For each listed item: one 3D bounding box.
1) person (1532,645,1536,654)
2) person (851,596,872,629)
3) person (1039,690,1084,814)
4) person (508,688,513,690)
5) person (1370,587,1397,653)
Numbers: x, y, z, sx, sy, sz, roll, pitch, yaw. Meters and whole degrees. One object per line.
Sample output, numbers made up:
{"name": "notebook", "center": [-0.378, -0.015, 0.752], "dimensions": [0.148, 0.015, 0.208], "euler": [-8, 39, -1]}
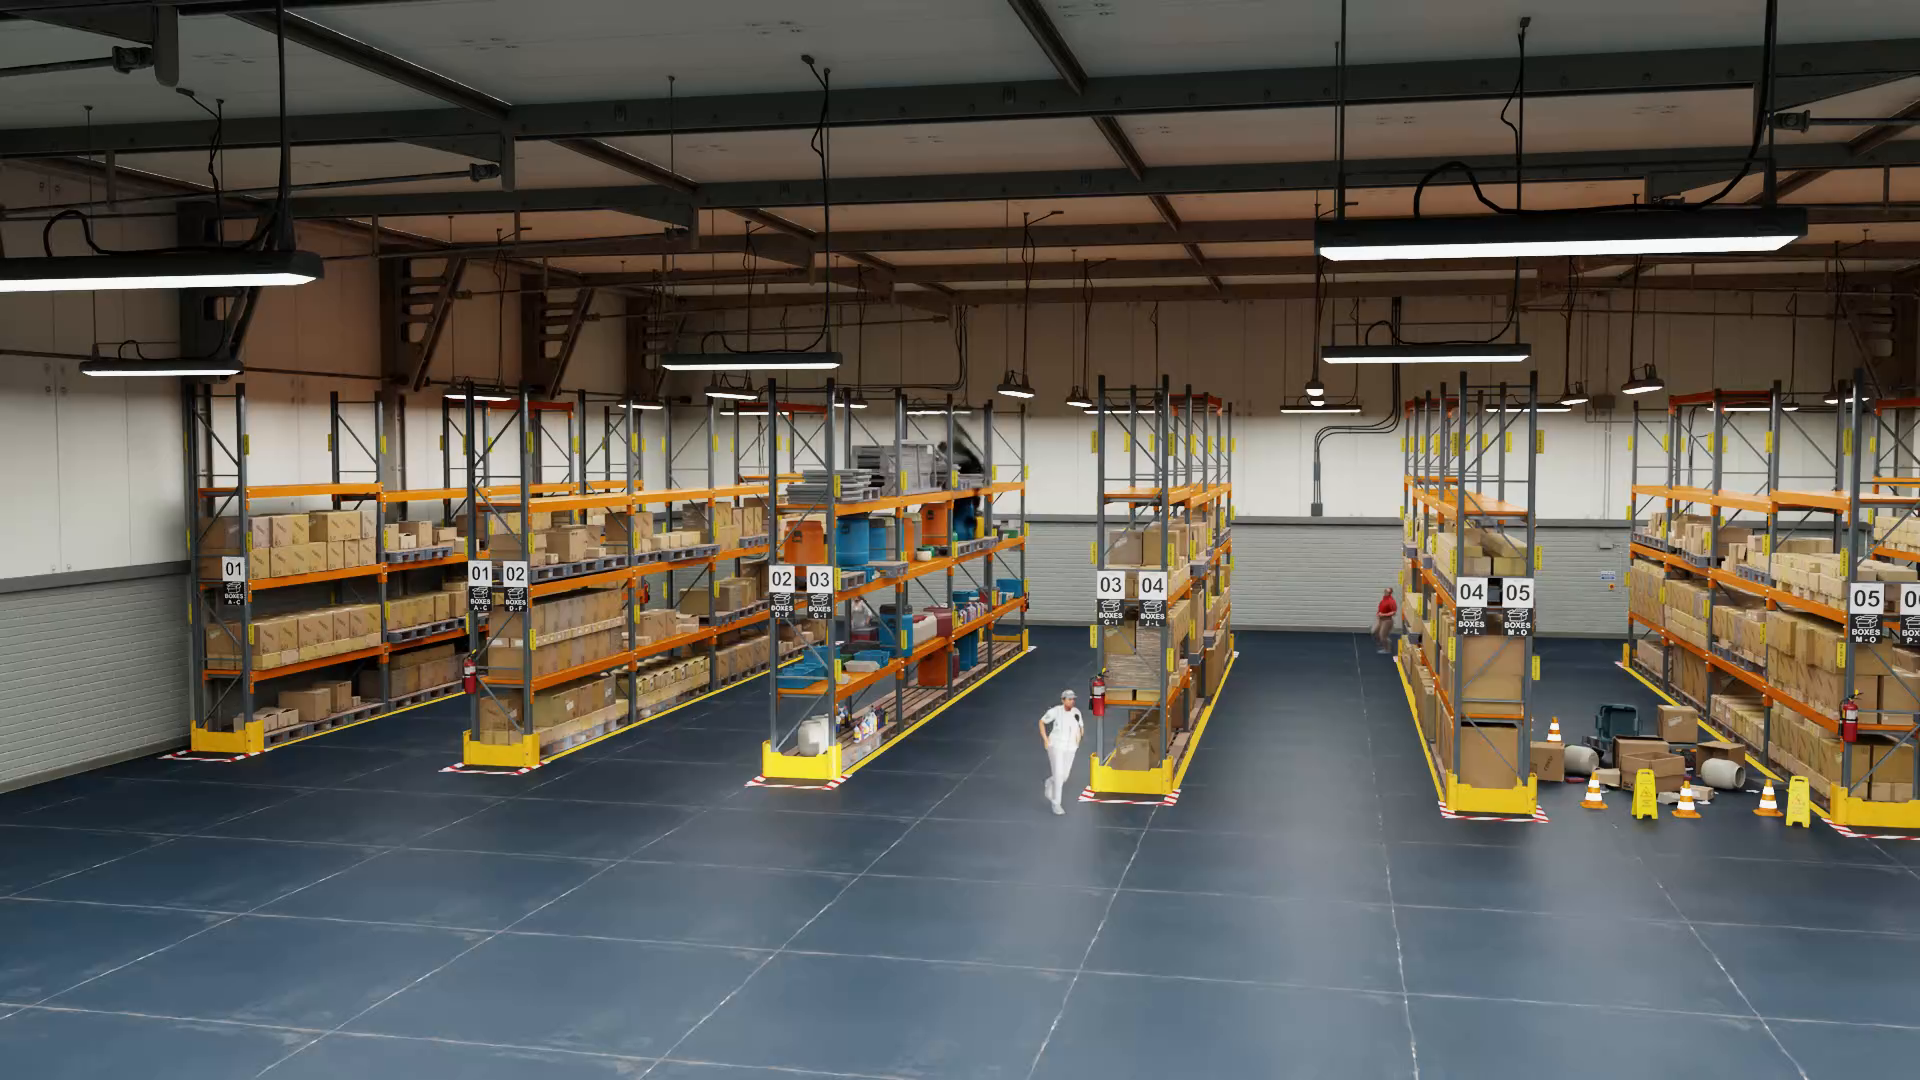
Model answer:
{"name": "person", "center": [13.157, 1.911, 39.189], "dimensions": [0.820, 1.866, 0.727], "euler": [0, 3, 7]}
{"name": "person", "center": [-2.360, 1.916, 38.626], "dimensions": [0.567, 1.451, 0.544], "euler": [1, 3, 9]}
{"name": "person", "center": [1.414, 2.887, 22.971], "dimensions": [0.638, 1.651, 0.840], "euler": [-1, 3, -21]}
{"name": "person", "center": [-7.929, 2.403, 29.758], "dimensions": [0.664, 1.806, 0.953], "euler": [1, 3, 14]}
{"name": "person", "center": [10.117, 1.916, 39.661], "dimensions": [0.566, 1.628, 0.856], "euler": [-1, 3, -17]}
